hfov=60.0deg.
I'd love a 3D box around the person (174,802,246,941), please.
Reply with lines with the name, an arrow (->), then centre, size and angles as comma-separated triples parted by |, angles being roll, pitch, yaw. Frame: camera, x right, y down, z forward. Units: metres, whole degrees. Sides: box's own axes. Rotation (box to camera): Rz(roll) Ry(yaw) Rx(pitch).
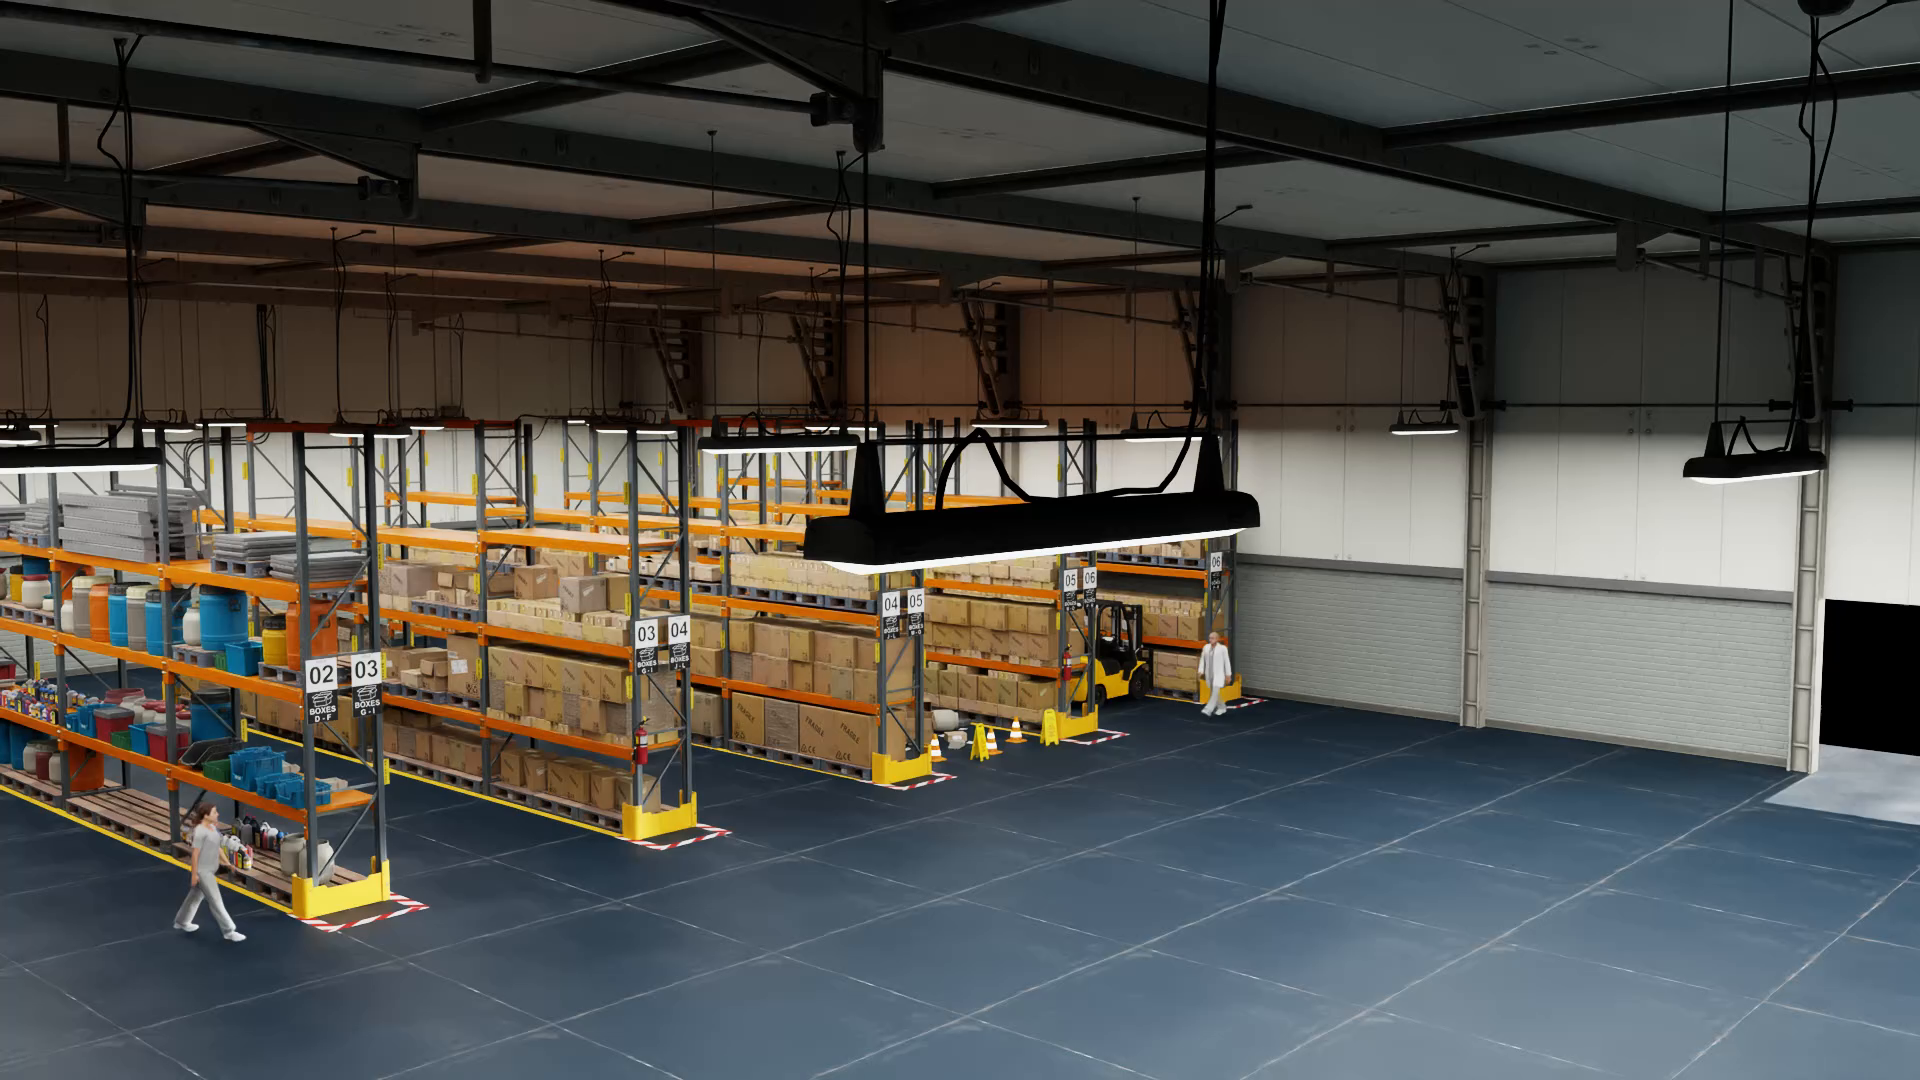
person -> -8.882, 3.887, 19.675 | 1.074, 1.599, 0.524 | 1, 5, 12

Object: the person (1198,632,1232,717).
person -> 5.069, 2.715, 33.493 | 0.610, 1.721, 1.135 | 5, 7, 45
